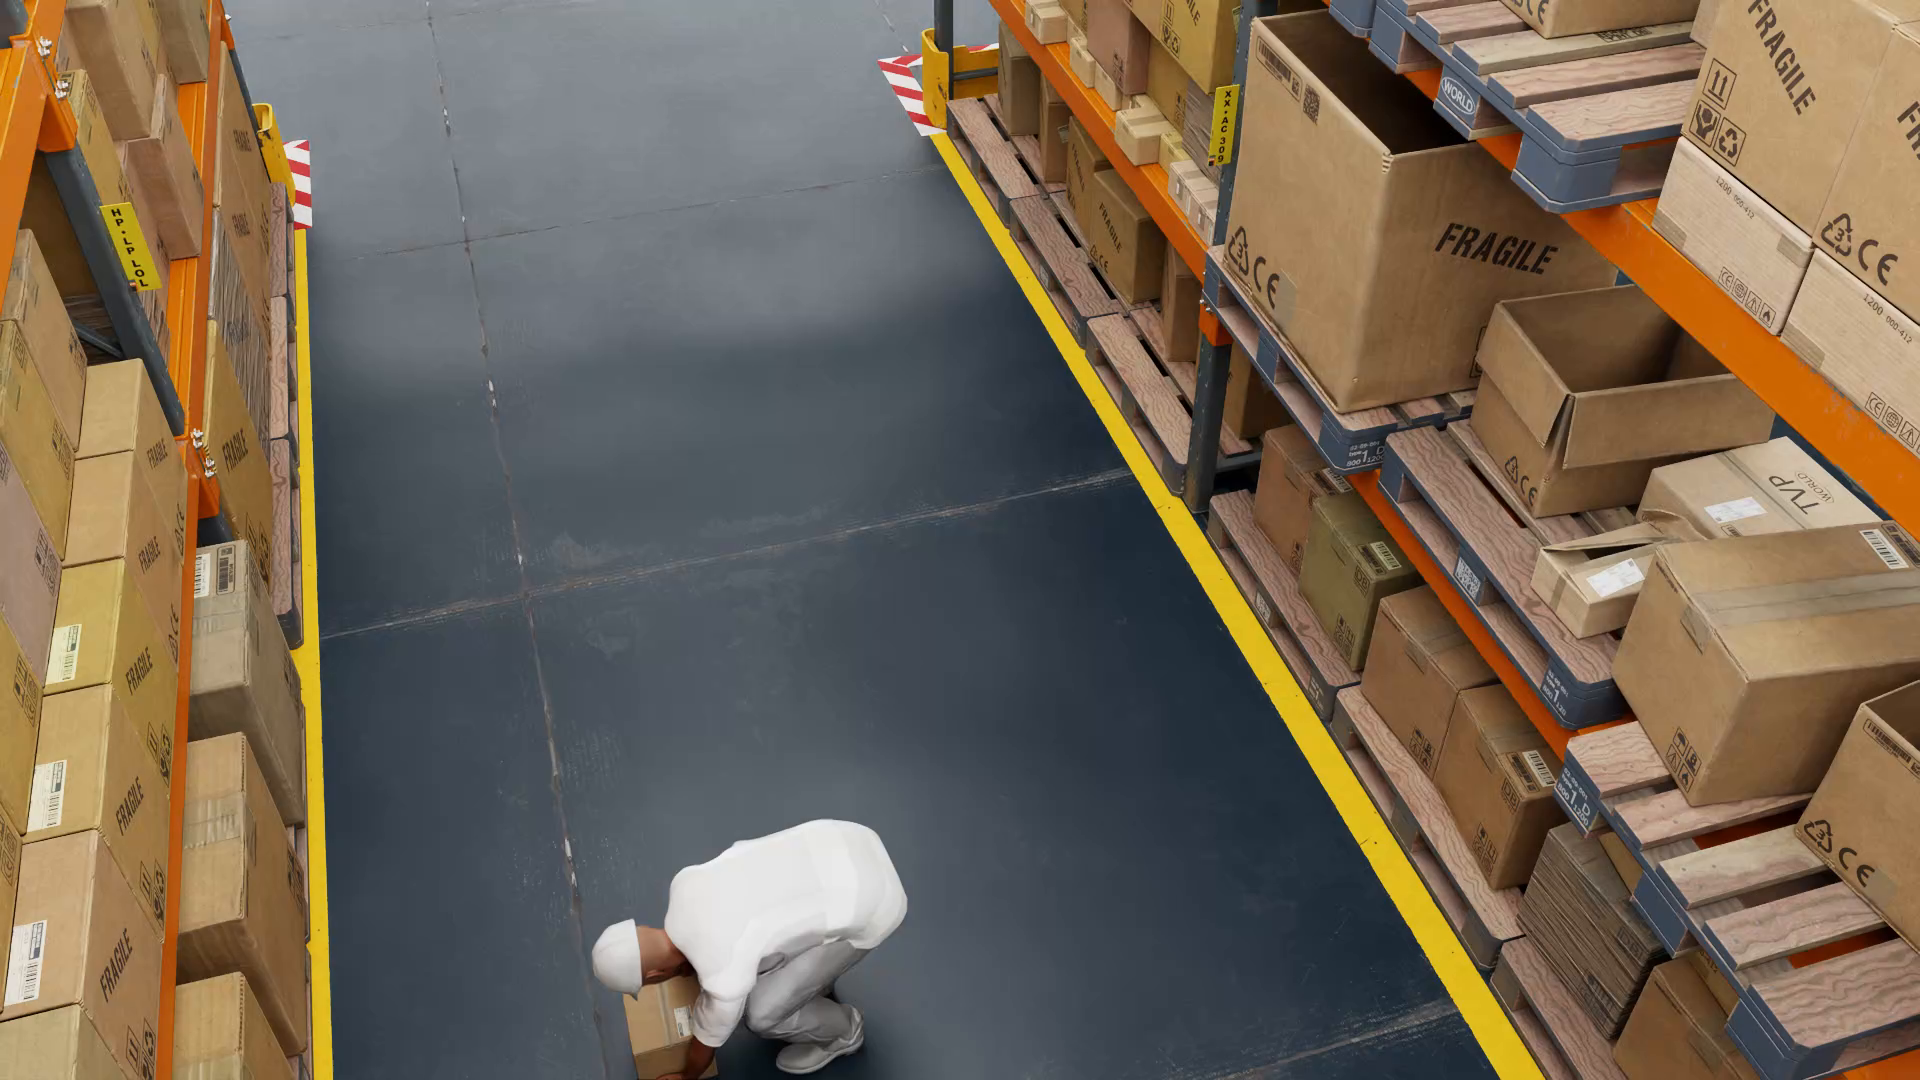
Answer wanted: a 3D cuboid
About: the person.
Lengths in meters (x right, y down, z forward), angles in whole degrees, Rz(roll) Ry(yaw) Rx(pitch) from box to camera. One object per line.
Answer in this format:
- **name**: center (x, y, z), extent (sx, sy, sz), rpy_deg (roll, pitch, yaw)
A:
- **person**: center (-0.656, 1.355, 5.329), extent (0.980, 0.874, 0.507), rpy_deg (-13, 44, -14)
